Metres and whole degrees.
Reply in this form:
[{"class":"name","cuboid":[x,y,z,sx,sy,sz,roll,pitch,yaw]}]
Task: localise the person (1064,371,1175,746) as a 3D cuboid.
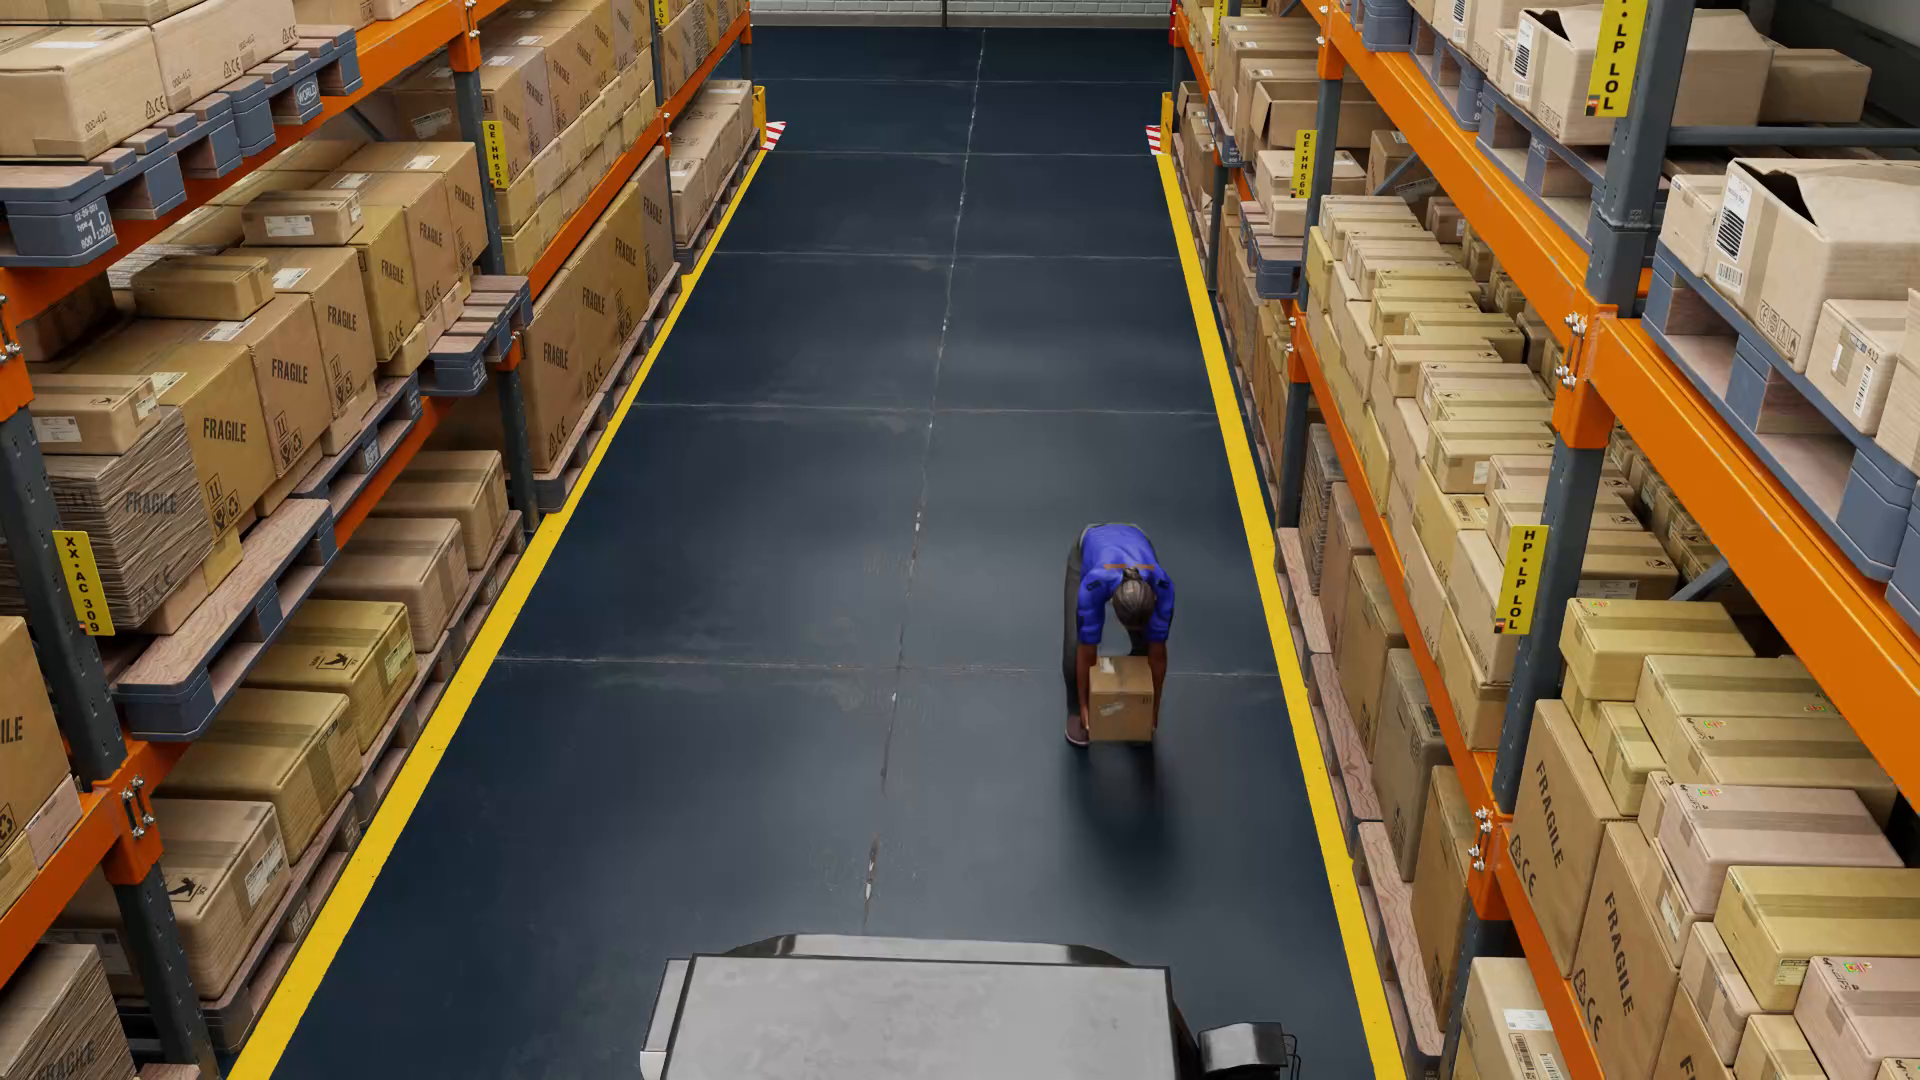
[{"class":"person","cuboid":[0.649,0.130,6.895,0.450,1.647,0.523,1,28,1]}]
